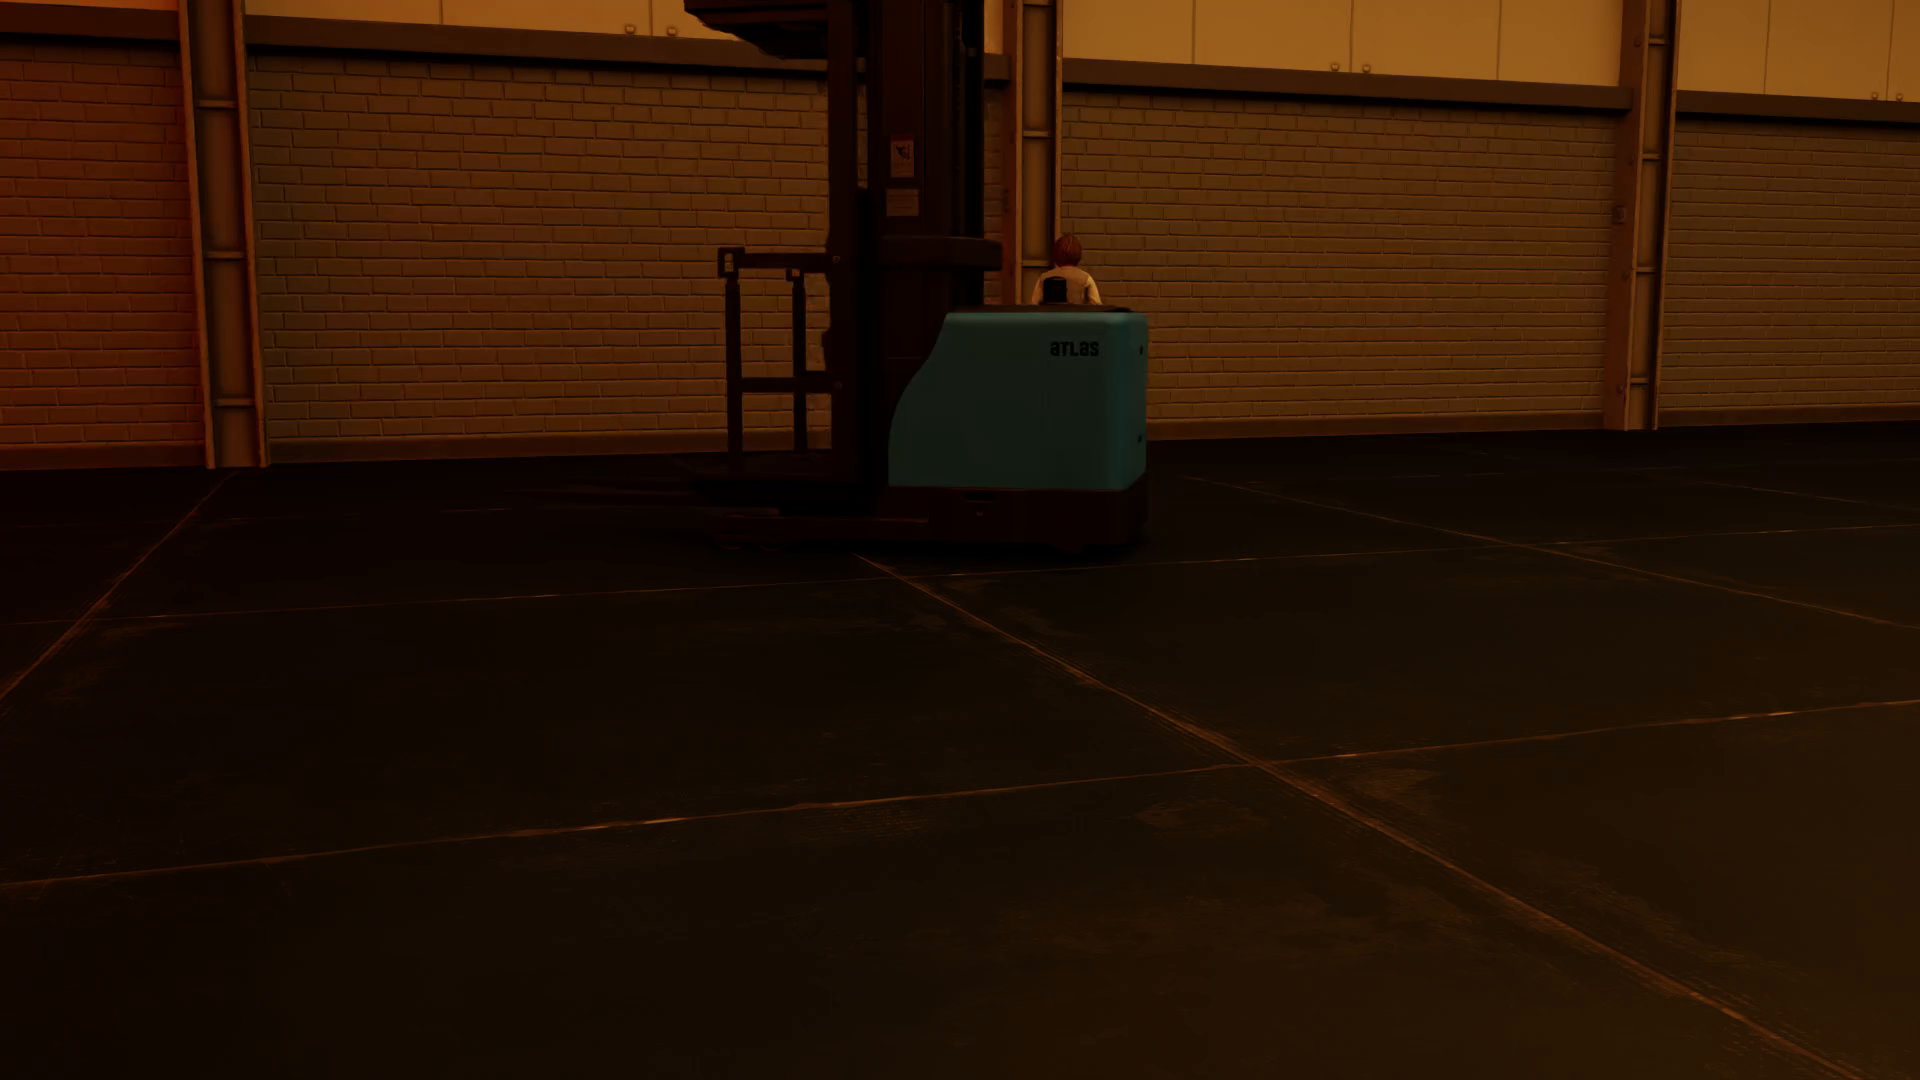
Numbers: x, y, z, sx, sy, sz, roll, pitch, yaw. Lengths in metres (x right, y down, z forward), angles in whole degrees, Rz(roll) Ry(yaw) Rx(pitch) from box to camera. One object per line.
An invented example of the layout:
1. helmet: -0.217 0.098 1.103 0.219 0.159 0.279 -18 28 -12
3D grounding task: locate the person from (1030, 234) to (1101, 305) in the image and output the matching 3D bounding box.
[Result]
1. person: 0.691 -1.168 10.777 0.512 1.606 0.458 2 8 14

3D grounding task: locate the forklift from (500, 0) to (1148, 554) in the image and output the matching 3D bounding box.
1. forklift: -0.657 -1.465 7.821 3.031 2.935 1.130 2 8 12
